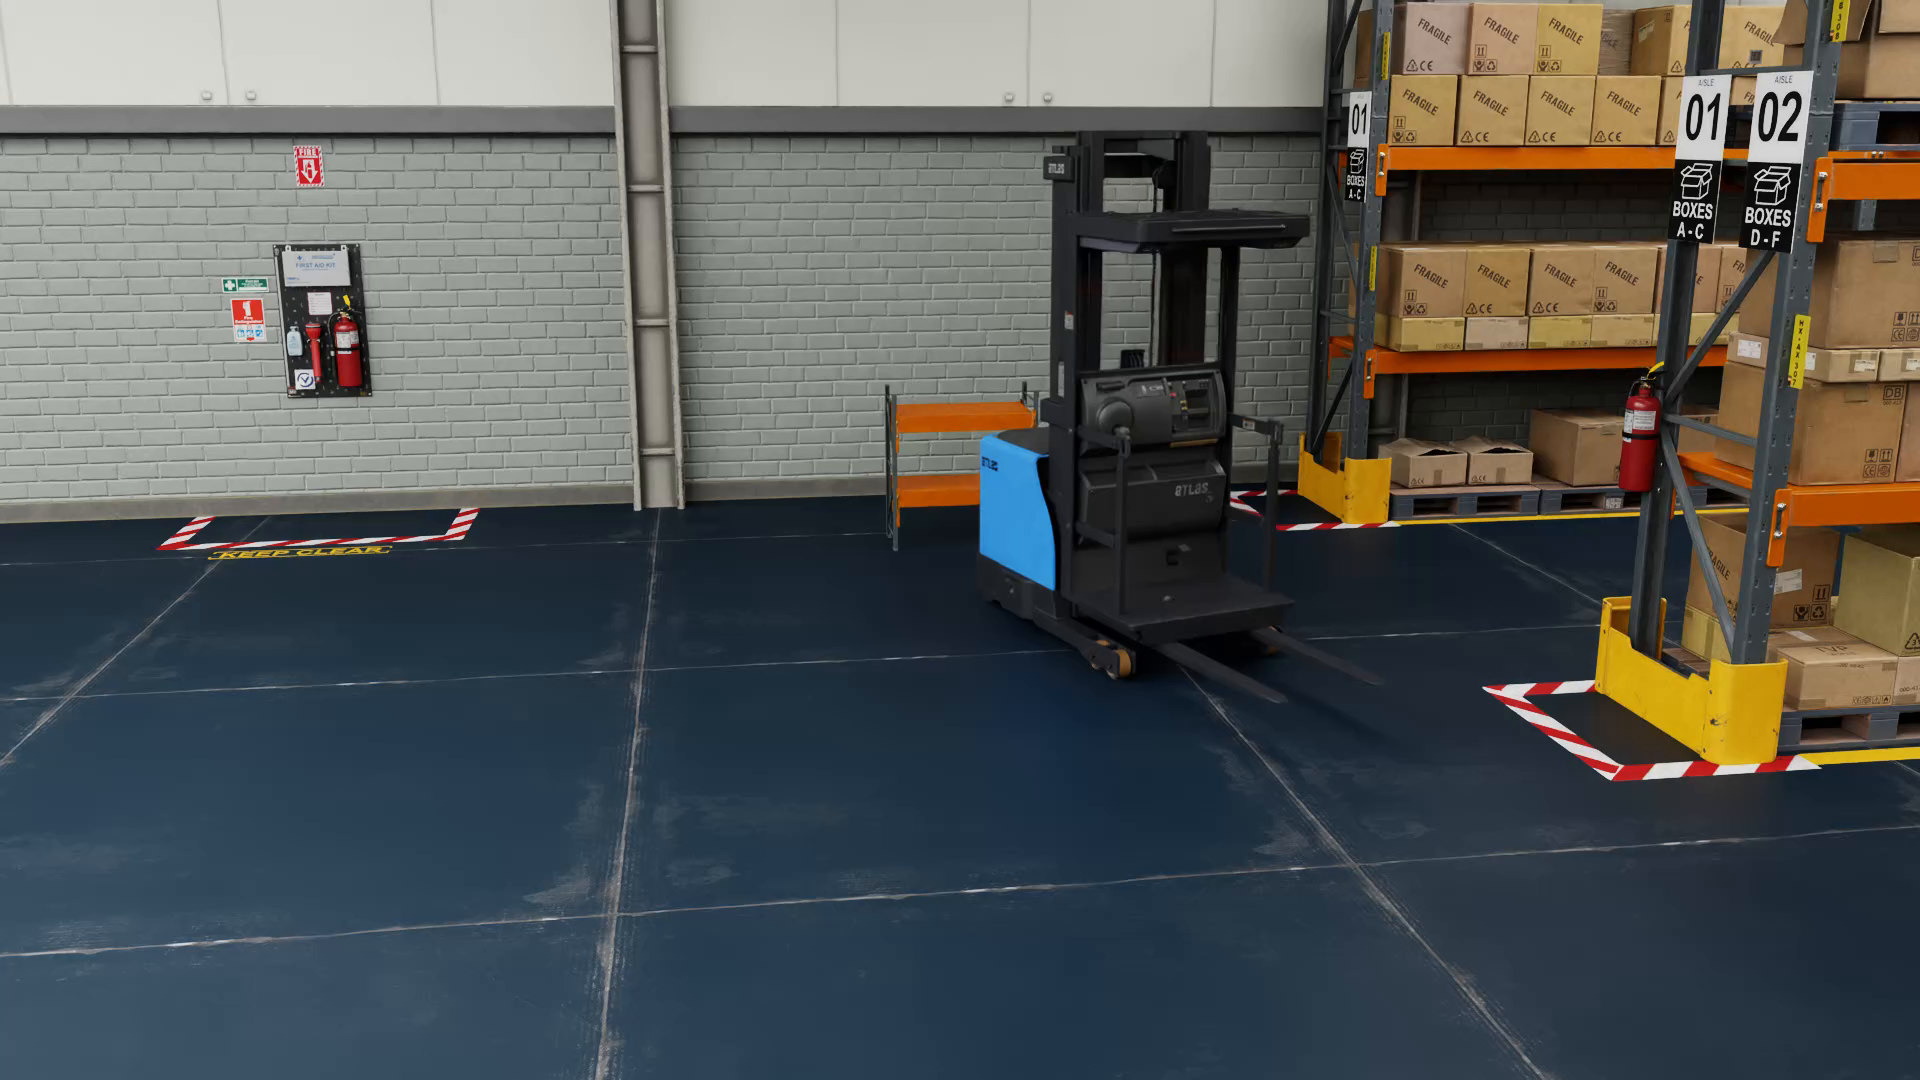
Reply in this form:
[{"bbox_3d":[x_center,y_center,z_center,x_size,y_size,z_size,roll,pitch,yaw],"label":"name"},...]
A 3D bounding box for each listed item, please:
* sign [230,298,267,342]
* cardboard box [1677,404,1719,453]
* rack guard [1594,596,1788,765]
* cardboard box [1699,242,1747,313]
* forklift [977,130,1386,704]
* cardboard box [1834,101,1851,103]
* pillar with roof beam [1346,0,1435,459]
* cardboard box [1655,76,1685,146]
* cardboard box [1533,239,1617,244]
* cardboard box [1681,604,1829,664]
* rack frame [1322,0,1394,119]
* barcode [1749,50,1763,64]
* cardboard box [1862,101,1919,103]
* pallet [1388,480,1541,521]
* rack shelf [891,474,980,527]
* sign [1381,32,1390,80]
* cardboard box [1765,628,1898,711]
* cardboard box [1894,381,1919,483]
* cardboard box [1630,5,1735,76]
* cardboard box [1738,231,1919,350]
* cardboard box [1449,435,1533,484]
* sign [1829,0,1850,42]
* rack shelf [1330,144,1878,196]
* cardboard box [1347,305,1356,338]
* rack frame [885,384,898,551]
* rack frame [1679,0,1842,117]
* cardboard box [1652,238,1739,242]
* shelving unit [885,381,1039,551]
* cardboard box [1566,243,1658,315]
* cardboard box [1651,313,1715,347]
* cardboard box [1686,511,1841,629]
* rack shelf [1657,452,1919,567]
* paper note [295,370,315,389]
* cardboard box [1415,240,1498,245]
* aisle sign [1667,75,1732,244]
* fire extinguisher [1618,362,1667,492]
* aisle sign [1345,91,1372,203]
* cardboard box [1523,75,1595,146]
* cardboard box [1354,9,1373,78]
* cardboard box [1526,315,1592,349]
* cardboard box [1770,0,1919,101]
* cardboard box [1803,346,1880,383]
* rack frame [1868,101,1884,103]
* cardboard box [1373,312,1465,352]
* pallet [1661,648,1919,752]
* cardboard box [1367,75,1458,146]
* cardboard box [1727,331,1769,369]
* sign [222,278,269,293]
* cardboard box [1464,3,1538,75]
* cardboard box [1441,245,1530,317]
[{"bbox_3d":[-5.416,-1.674,12.658,0.234,0.329,0.001,-2,14,-8],"label":"sign"},{"bbox_3d":[5.900,-0.815,13.540,0.500,0.500,0.500,-3,14,-13],"label":"cardboard box"},{"bbox_3d":[3.683,0.688,8.450,0.348,0.500,1.175,-2,14,-8],"label":"rack guard"},{"bbox_3d":[6.007,-2.051,12.960,0.500,0.500,0.500,-2,14,-9],"label":"cardboard box"},{"bbox_3d":[1.202,-0.776,9.291,1.130,2.935,3.031,-7,16,-25],"label":"forklift"},{"bbox_3d":[6.456,-3.297,12.788,0.500,0.500,0.500,-2,14,-7],"label":"cardboard box"},{"bbox_3d":[4.170,-3.824,8.972,0.400,9.000,9.100,-2,14,-8],"label":"pillar with roof beam"},{"bbox_3d":[5.414,-3.252,12.611,0.500,0.500,0.500,-3,14,-11],"label":"cardboard box"},{"bbox_3d":[4.908,-2.139,13.311,0.500,0.500,0.500,-2,14,-8],"label":"cardboard box"},{"bbox_3d":[4.193,0.514,8.793,0.500,0.250,0.500,-2,14,-8],"label":"cardboard box"},{"bbox_3d":[2.965,-4.626,12.170,0.127,3.000,1.000,-2,14,-8],"label":"rack frame"},{"bbox_3d":[3.934,-2.388,8.220,0.075,0.075,0.001,-2,14,-8],"label":"barcode"},{"bbox_3d":[7.473,-3.569,13.052,0.500,0.500,0.500,0,14,0],"label":"cardboard box"},{"bbox_3d":[3.849,-0.388,13.333,1.213,0.211,1.003,-2,14,-8],"label":"pallet"},{"bbox_3d":[0.007,-0.309,12.145,1.000,0.278,0.538,-2,14,-8],"label":"rack shelf"},{"bbox_3d":[3.046,-3.465,11.908,0.005,0.325,0.100,-2,14,-8],"label":"sign"},{"bbox_3d":[4.271,0.639,8.296,0.500,0.250,0.500,-2,14,-8],"label":"cardboard box"},{"bbox_3d":[4.689,-0.608,8.272,0.500,0.500,0.700,-2,14,-7],"label":"cardboard box"},{"bbox_3d":[5.411,-3.732,12.469,0.500,0.500,0.500,-3,14,-10],"label":"cardboard box"},{"bbox_3d":[4.223,-1.219,8.042,0.500,0.500,0.700,-2,14,-8],"label":"cardboard box"},{"bbox_3d":[4.227,-0.650,13.269,0.500,0.311,0.500,-1,14,-4],"label":"cardboard box"},{"bbox_3d":[3.784,-2.309,7.135,0.005,0.325,0.100,-2,14,-8],"label":"sign"},{"bbox_3d":[4.943,-2.895,12.911,4.000,0.370,1.077,-2,14,-8],"label":"rack shelf"},{"bbox_3d":[3.399,-1.717,13.169,0.500,0.250,0.500,-2,14,-7],"label":"cardboard box"},{"bbox_3d":[-0.496,-0.527,12.013,0.032,1.125,0.500,-2,14,-8],"label":"rack frame"},{"bbox_3d":[3.707,-3.435,7.419,0.127,3.000,1.000,-2,14,-8],"label":"rack frame"},{"bbox_3d":[5.913,-2.177,13.464,0.500,0.500,0.500,-2,14,-9],"label":"cardboard box"},{"bbox_3d":[0.007,-0.546,12.086,1.048,1.125,0.538,-2,14,-8],"label":"shelving unit"},{"bbox_3d":[4.993,-2.016,12.821,0.500,0.500,0.500,-2,14,-7],"label":"cardboard box"},{"bbox_3d":[5.509,-1.670,12.983,0.500,0.250,0.500,-2,14,-9],"label":"cardboard box"},{"bbox_3d":[4.193,0.150,8.704,0.500,0.500,0.500,-2,14,-8],"label":"cardboard box"},{"bbox_3d":[5.685,-0.249,8.525,4.000,0.370,1.077,-2,14,-8],"label":"rack shelf"},{"bbox_3d":[-5.039,-1.235,12.791,0.142,0.148,0.016,-2,14,-8],"label":"paper note"},{"bbox_3d":[3.899,-2.101,13.160,0.500,0.500,0.500,-2,14,-8],"label":"cardboard box"},{"bbox_3d":[3.598,-1.854,8.105,0.004,0.787,0.394,-2,14,-8],"label":"aisle sign"},{"bbox_3d":[3.521,-0.595,8.587,0.183,0.674,0.296,-2,14,-8],"label":"fire extinguisher"},{"bbox_3d":[2.939,-2.903,12.285,0.004,0.787,0.394,-2,14,-8],"label":"aisle sign"},{"bbox_3d":[4.383,-3.212,12.451,0.500,0.500,0.500,-1,14,-6],"label":"cardboard box"},{"bbox_3d":[3.353,-3.793,12.712,0.500,0.500,0.500,-1,14,-6],"label":"cardboard box"},{"bbox_3d":[4.511,-1.634,12.838,0.500,0.250,0.500,-2,14,-9],"label":"cardboard box"},{"bbox_3d":[4.276,-2.321,7.782,0.637,0.503,0.797,-1,14,-4],"label":"cardboard box"},{"bbox_3d":[4.127,-0.851,7.908,0.250,0.149,0.380,-2,14,-9],"label":"cardboard box"},{"bbox_3d":[6.921,-4.771,12.748,0.127,3.000,1.000,-2,14,-8],"label":"rack frame"},{"bbox_3d":[3.495,-1.595,12.681,0.500,0.250,0.500,-3,14,-10],"label":"cardboard box"},{"bbox_3d":[4.457,0.790,8.639,1.213,0.211,1.003,-2,14,-8],"label":"pallet"},{"bbox_3d":[3.333,-3.182,12.329,0.500,0.500,0.500,-2,14,-7],"label":"cardboard box"},{"bbox_3d":[4.057,-0.948,8.296,0.250,0.149,0.380,-2,14,-9],"label":"cardboard box"},{"bbox_3d":[-5.410,-1.929,12.585,0.331,0.109,0.001,-2,14,-8],"label":"sign"},{"bbox_3d":[3.886,-3.676,12.245,0.500,0.500,0.500,-2,14,-9],"label":"cardboard box"},{"bbox_3d":[3.973,-1.978,12.667,0.500,0.500,0.500,-2,14,-8],"label":"cardboard box"}]
